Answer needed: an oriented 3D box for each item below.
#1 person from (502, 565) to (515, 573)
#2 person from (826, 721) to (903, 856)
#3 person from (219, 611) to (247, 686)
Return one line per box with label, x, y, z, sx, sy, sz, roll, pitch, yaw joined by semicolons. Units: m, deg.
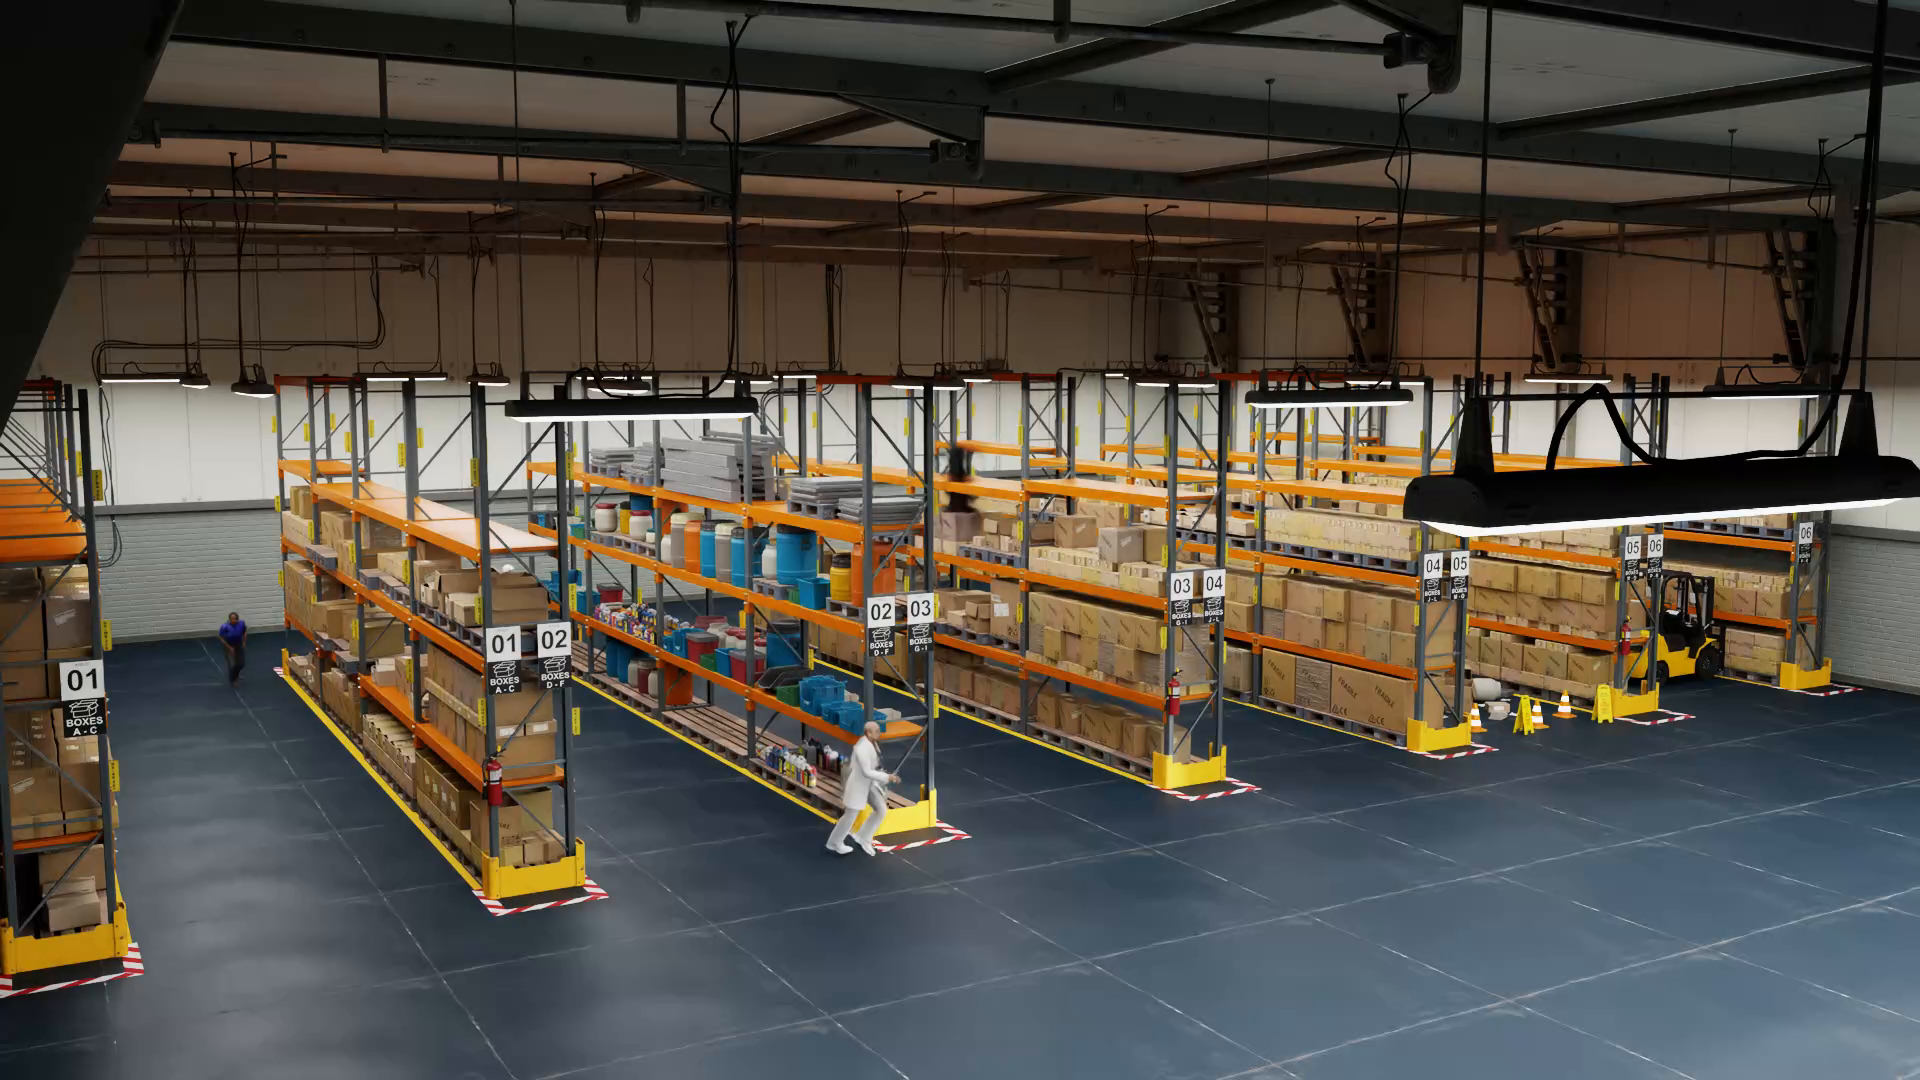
person;-10.191;1.411;37.277;0.532;1.712;0.749;-2;6;-14
person;-1.185;3.162;21.055;1.077;1.777;0.650;2;7;18
person;-14.049;2.075;32.151;0.850;1.500;0.594;6;9;43
